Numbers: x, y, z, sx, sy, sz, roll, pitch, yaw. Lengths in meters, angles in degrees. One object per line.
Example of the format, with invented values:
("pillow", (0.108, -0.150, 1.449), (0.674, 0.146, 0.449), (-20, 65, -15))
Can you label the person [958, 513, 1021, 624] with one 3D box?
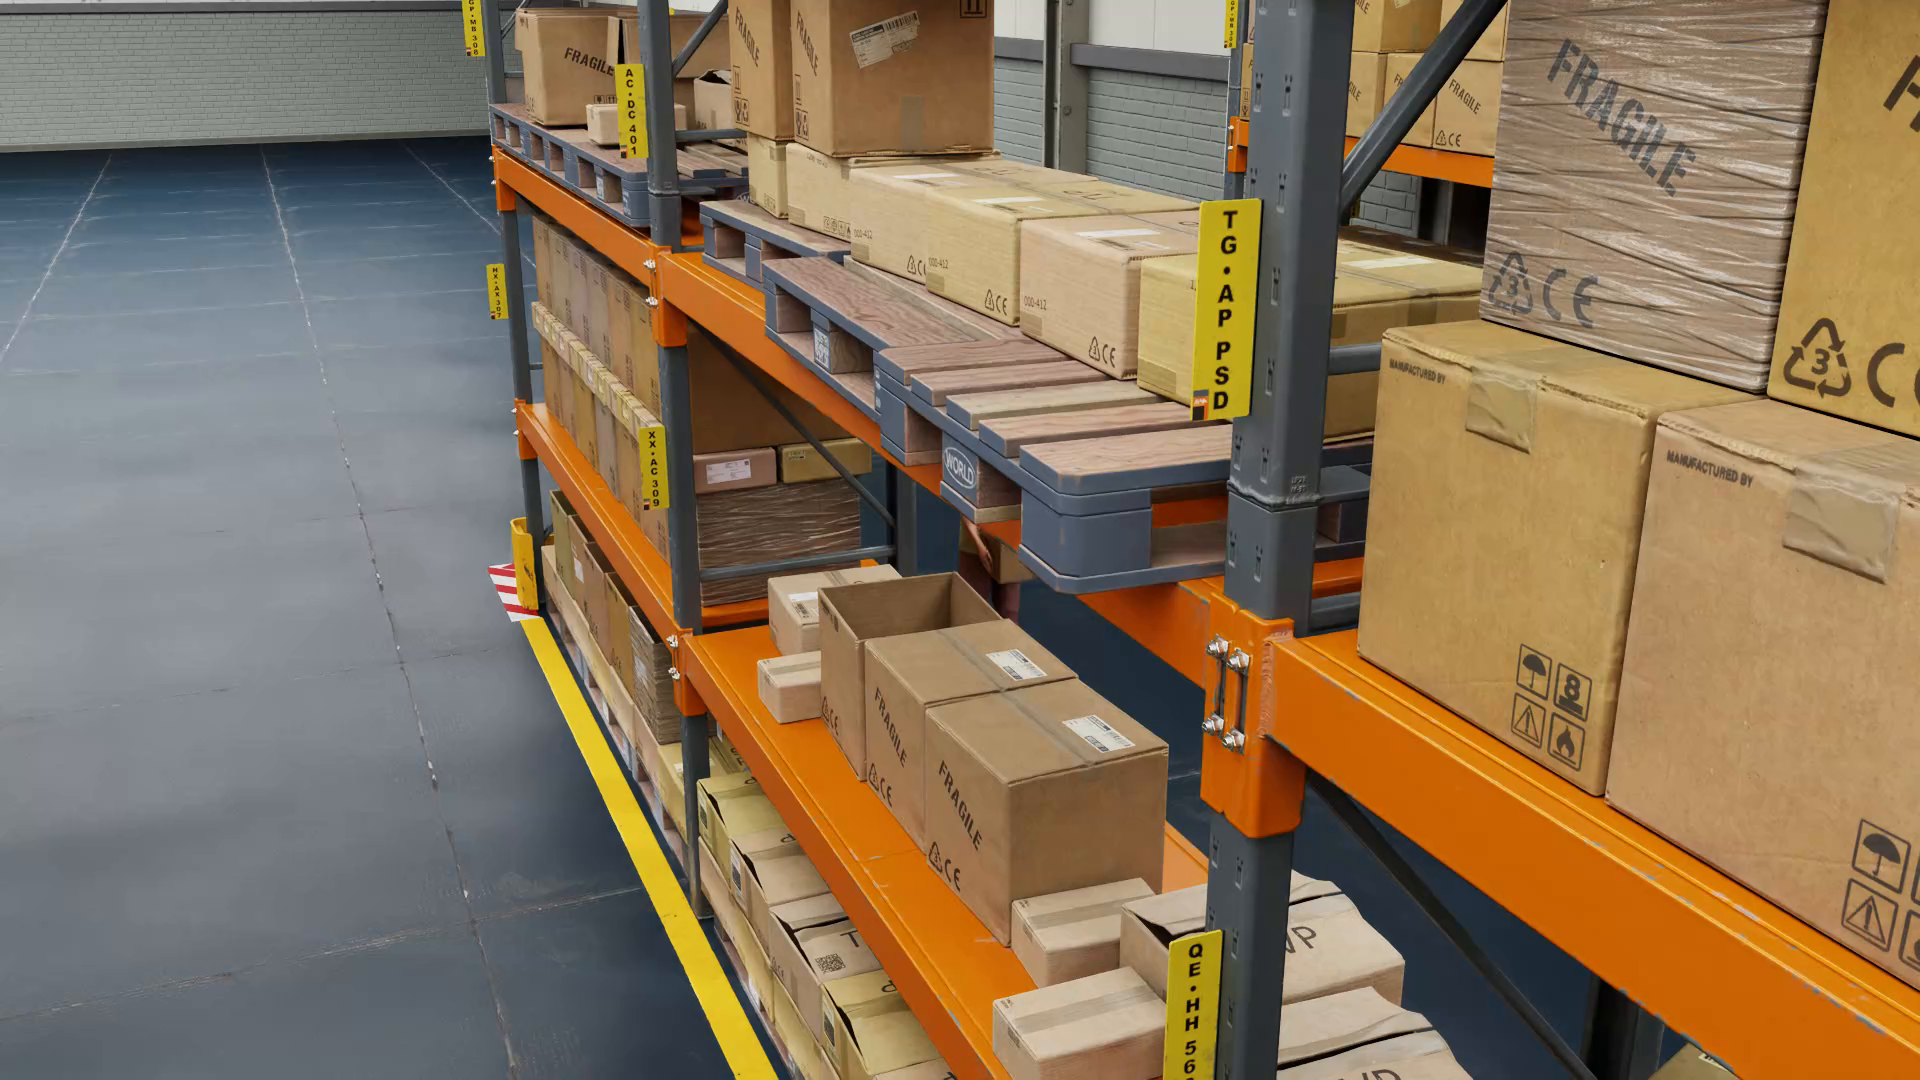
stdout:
("person", (0.181, 0.070, 8.858), (0.463, 1.676, 0.519), (-8, 20, -22))
